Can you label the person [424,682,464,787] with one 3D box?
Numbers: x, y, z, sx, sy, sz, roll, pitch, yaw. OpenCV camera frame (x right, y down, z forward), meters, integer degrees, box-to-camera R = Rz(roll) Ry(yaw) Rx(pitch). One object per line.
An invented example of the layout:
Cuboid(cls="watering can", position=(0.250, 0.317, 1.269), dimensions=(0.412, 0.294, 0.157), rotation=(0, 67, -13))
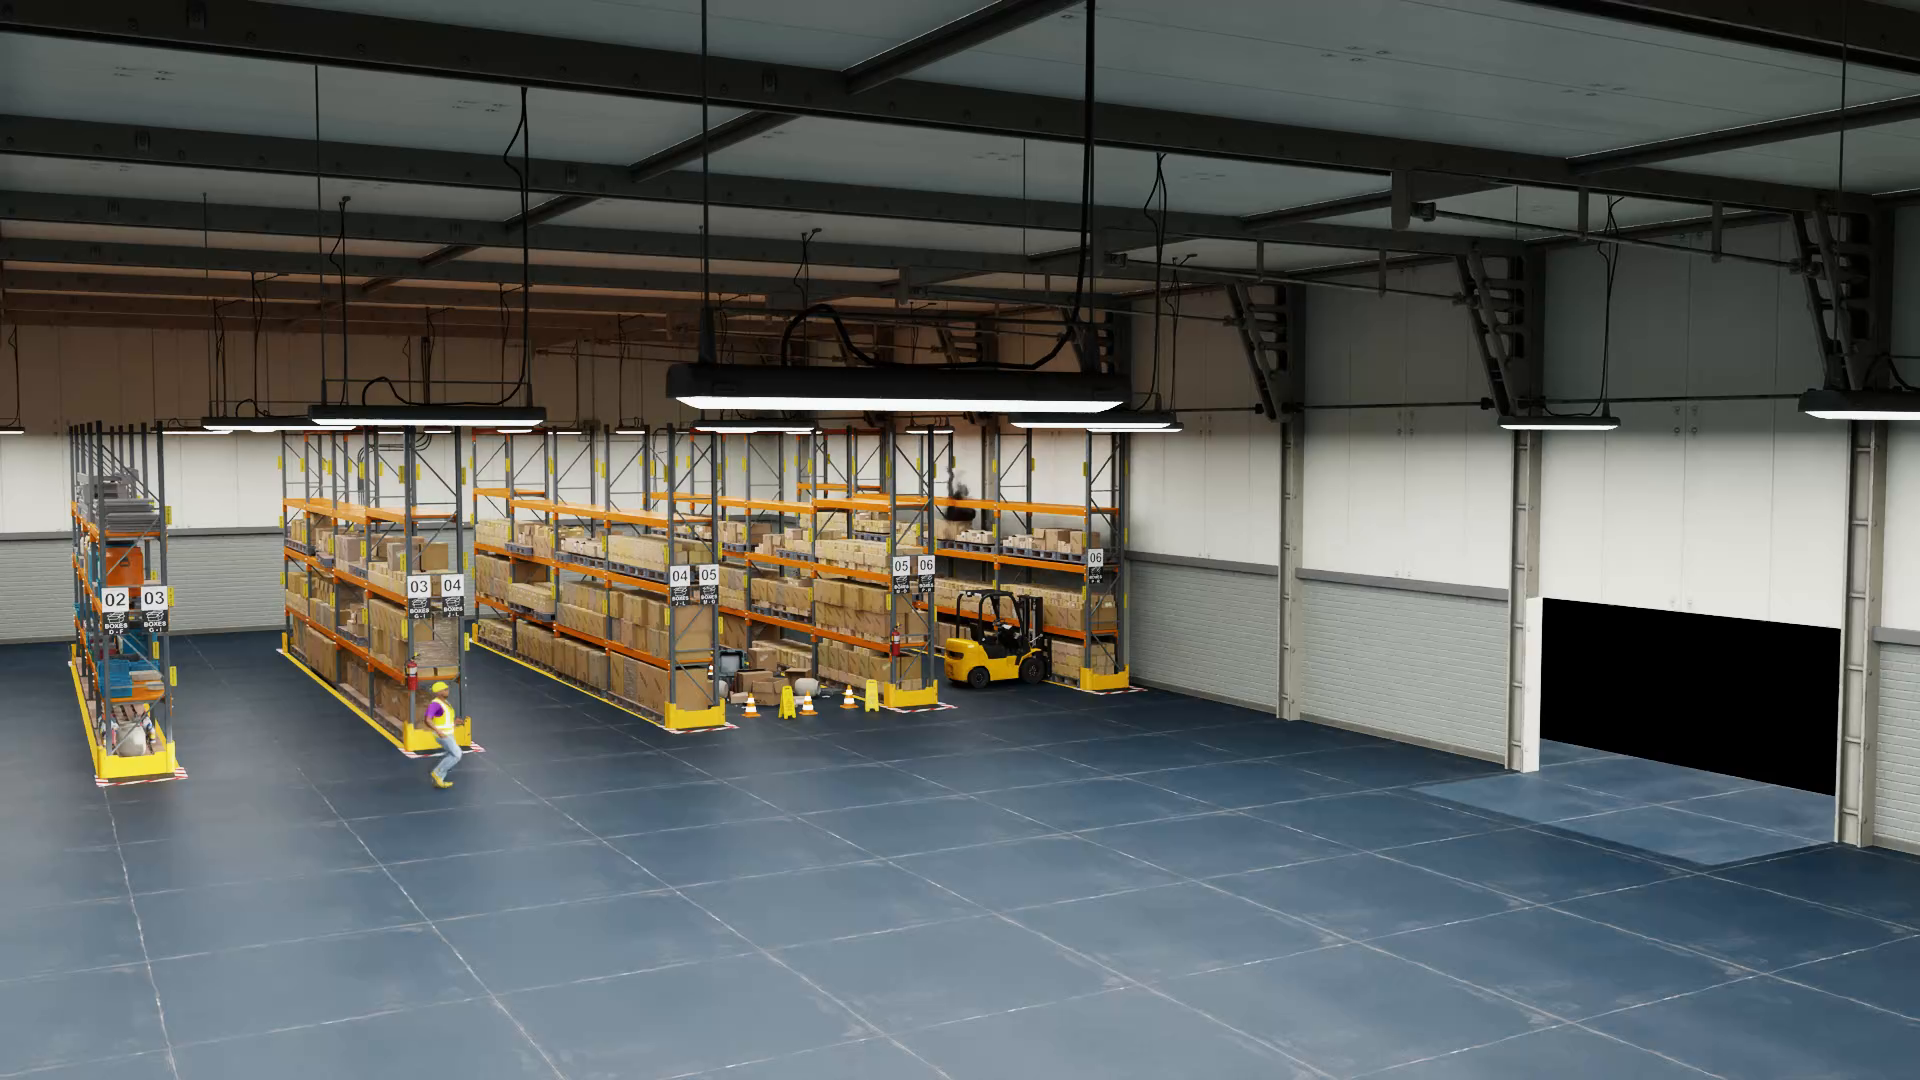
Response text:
Cuboid(cls="person", position=(-8.389, 3.172, 27.133), dimensions=(0.559, 1.722, 0.657), rotation=(0, 4, -5))
